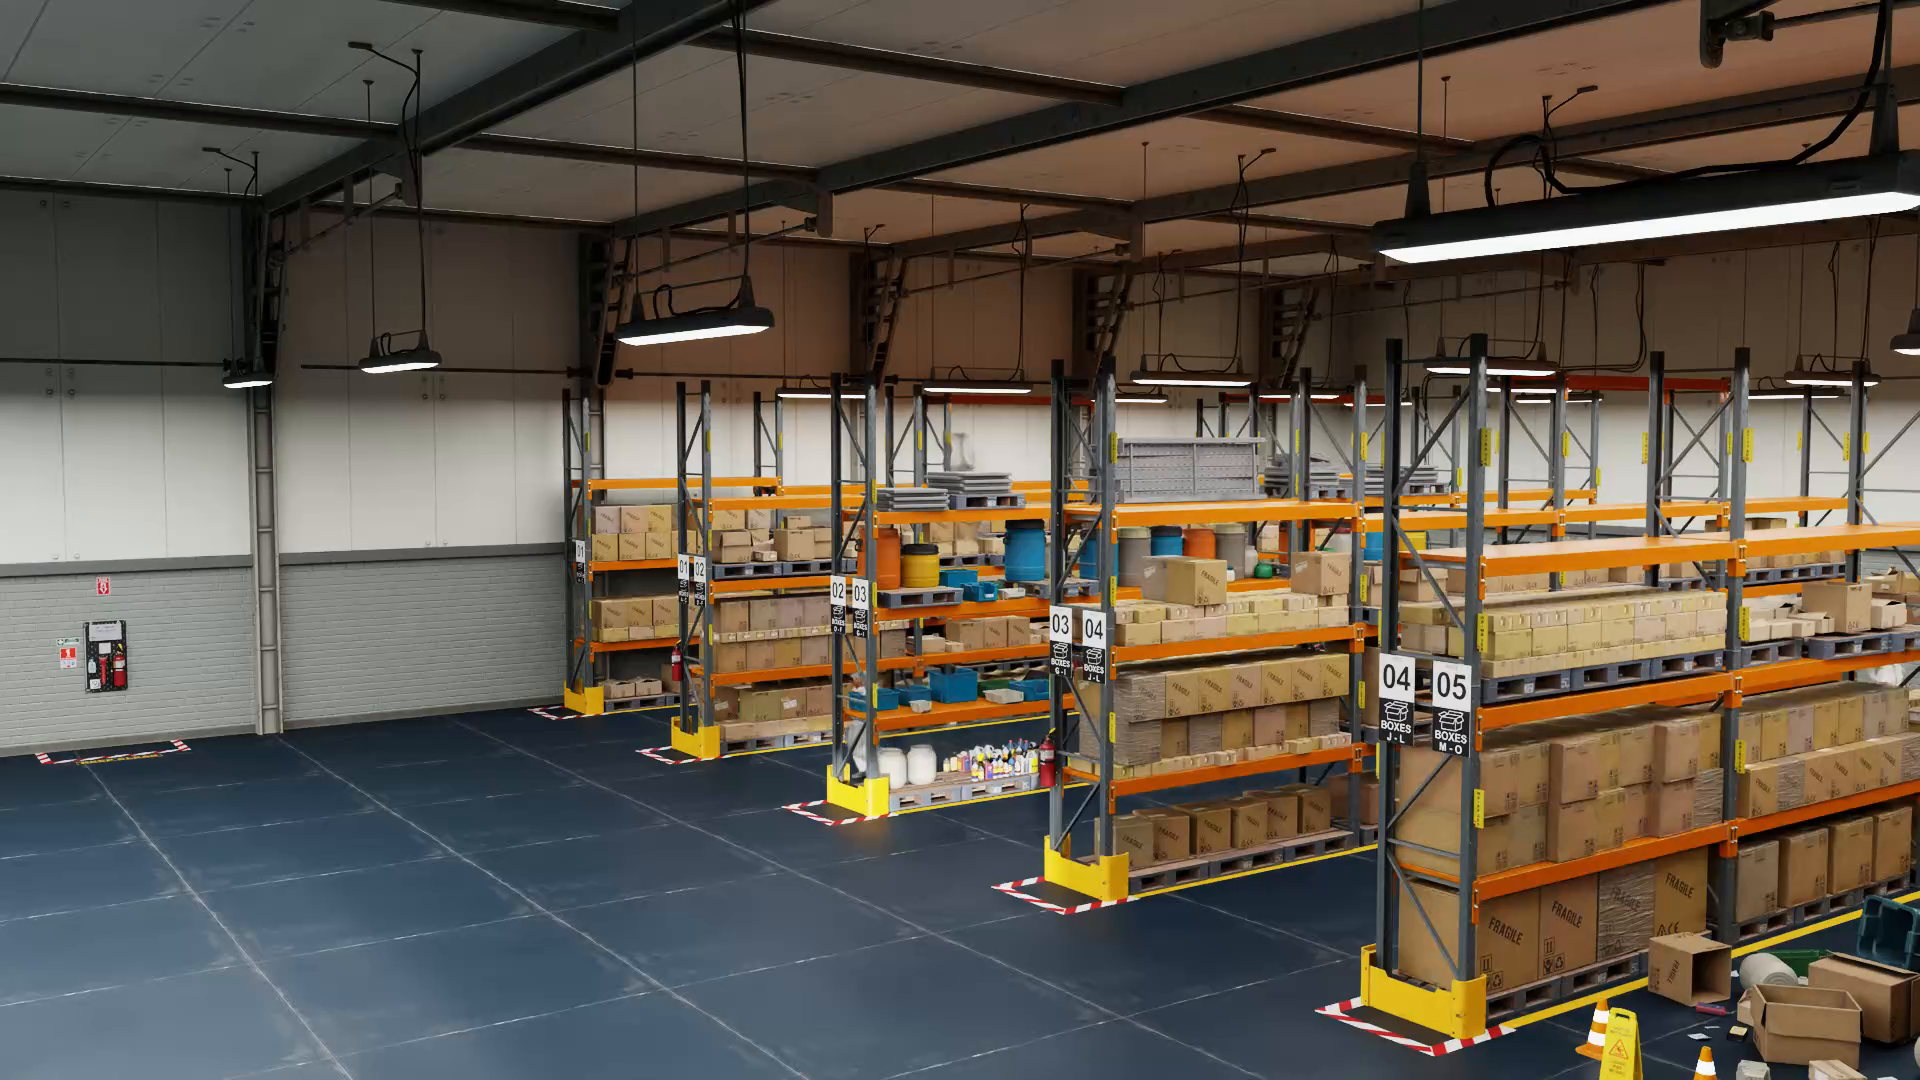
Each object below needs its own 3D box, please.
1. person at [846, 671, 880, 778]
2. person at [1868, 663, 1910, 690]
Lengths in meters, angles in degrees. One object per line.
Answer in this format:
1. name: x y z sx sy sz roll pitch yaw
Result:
1. person: -1.474 2.760 24.921 0.571 1.626 0.640 -3 5 -37
2. person: 15.690 2.516 28.059 0.710 1.742 0.683 0 4 -7
